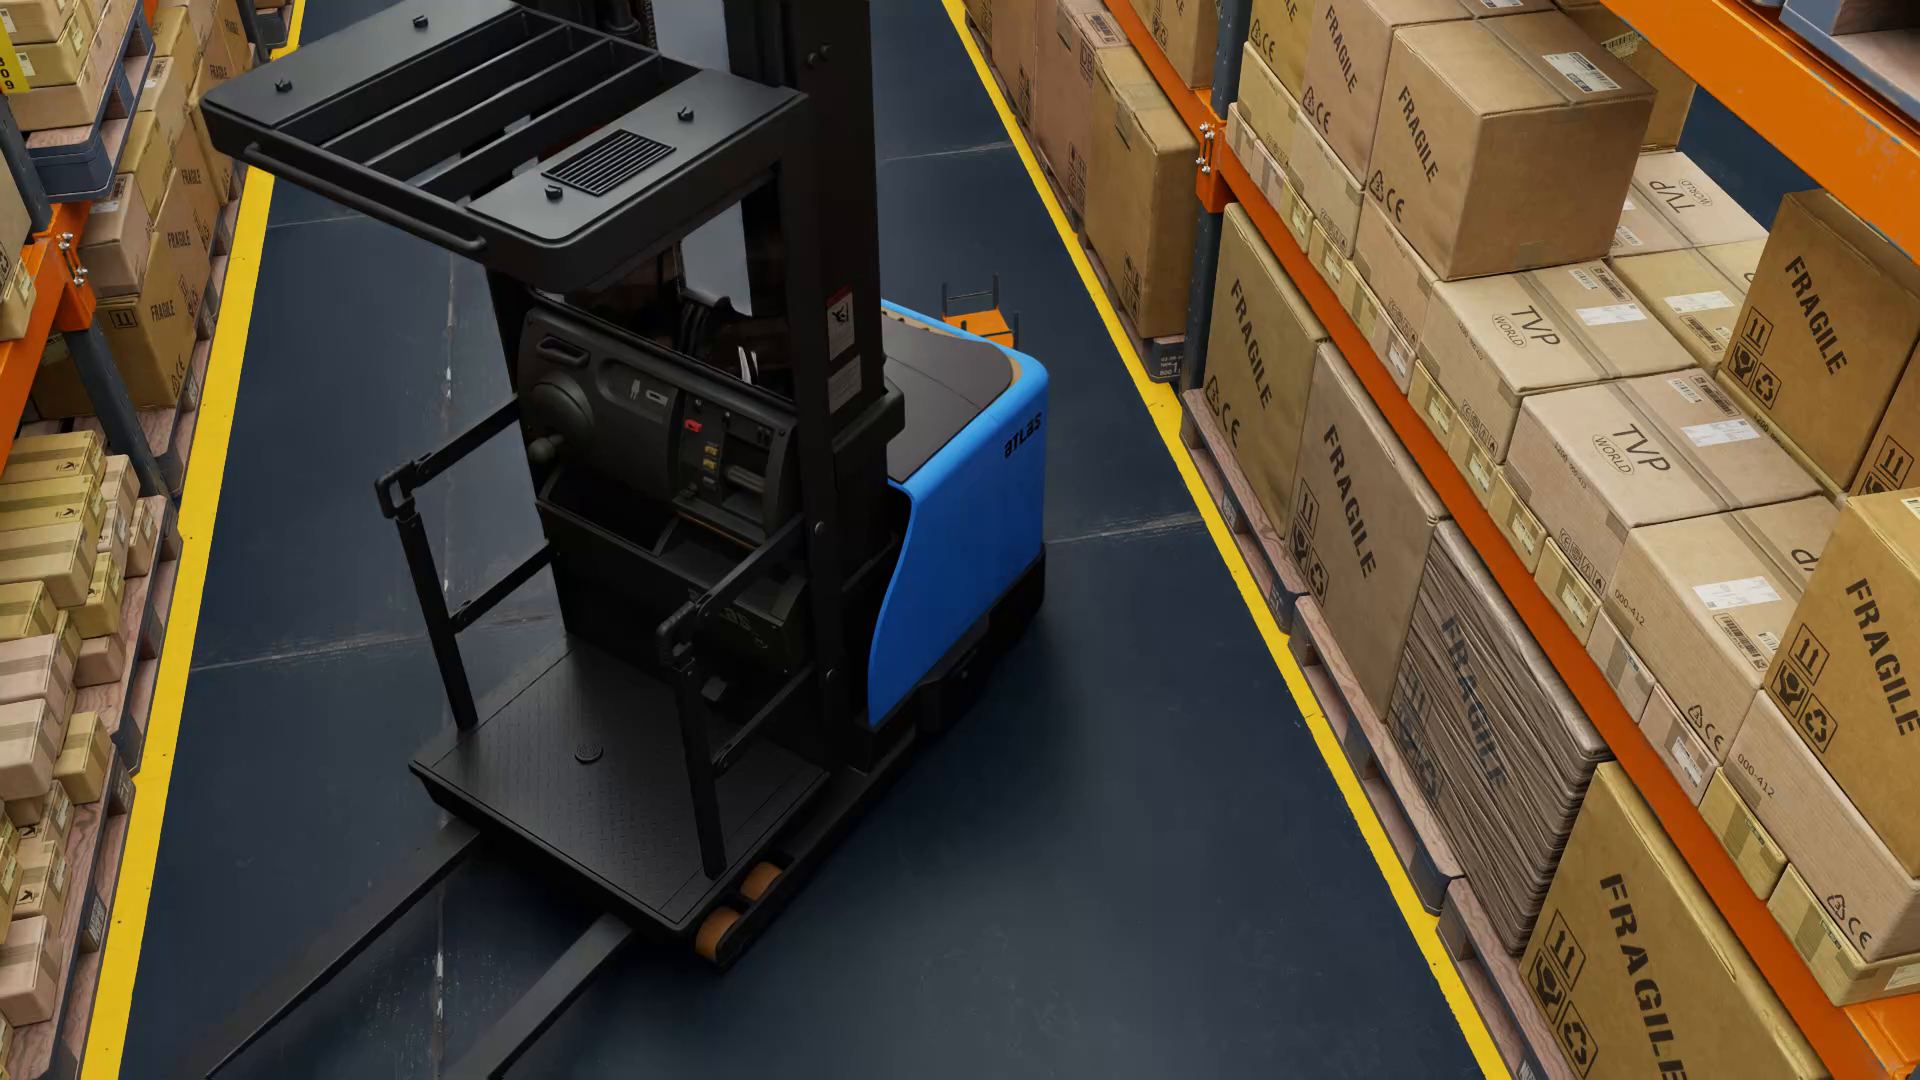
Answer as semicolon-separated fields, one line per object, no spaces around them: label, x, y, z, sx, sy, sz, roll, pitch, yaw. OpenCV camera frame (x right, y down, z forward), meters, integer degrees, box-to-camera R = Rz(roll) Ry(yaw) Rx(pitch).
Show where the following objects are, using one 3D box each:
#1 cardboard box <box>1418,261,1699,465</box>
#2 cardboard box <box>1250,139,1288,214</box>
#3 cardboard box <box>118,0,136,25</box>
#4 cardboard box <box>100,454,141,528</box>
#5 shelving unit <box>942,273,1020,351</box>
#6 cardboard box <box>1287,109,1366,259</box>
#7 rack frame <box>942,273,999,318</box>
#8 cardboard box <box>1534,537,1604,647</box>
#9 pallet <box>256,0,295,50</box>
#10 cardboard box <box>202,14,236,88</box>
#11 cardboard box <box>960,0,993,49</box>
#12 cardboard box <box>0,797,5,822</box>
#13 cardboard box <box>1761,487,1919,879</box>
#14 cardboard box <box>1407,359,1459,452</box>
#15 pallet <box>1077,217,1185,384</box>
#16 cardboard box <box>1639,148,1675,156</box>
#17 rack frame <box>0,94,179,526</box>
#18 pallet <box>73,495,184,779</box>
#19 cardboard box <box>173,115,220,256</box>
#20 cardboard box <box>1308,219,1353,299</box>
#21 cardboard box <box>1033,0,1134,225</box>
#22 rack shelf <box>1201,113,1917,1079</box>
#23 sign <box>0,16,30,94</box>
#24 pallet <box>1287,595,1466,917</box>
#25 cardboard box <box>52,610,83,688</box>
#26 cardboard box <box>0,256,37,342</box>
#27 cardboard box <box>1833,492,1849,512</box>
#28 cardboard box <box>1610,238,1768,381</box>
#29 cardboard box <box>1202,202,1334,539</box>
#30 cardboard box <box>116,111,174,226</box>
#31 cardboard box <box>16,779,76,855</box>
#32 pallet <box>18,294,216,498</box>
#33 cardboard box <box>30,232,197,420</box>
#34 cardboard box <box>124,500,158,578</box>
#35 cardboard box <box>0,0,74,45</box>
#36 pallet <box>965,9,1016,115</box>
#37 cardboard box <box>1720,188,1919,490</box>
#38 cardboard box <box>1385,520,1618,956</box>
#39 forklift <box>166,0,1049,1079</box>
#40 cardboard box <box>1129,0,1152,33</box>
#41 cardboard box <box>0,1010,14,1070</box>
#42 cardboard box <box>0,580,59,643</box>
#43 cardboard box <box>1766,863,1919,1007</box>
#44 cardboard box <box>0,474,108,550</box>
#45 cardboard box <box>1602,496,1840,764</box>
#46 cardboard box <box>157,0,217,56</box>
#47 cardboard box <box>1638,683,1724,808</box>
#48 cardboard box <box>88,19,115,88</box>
cardboard box;1.571;-0.480;4.420;0.500;0.250;0.500;-8;42;-9
cardboard box;1.203;-1.242;5.579;0.380;0.149;0.250;-10;43;-11
cardboard box;-3.262;-1.989;6.104;0.380;0.149;0.250;-8;42;-9
cardboard box;-3.079;-0.144;5.759;0.380;0.149;0.250;-8;42;-8
shelving unit;0.068;-0.424;5.937;0.215;1.050;0.252;-11;43;-12
cardboard box;1.355;-1.135;5.158;0.500;0.250;0.500;-9;42;-9
rack frame;0.035;-0.502;6.025;0.200;1.050;0.008;-11;43;-12
cardboard box;1.650;0.096;4.072;0.380;0.149;0.250;-9;42;-10
pallet;-4.418;-3.172;9.664;1.003;0.211;1.213;-8;42;-9
cardboard box;-3.815;-2.189;8.023;0.500;0.500;0.500;-7;42;-8
cardboard box;0.672;-3.250;8.936;1.225;0.875;0.875;-10;43;-11
cardboard box;-2.827;0.792;4.482;0.380;0.149;0.250;-8;42;-9
cardboard box;1.909;0.234;3.051;0.500;0.500;0.500;-8;42;-9
cardboard box;1.484;-0.402;4.632;0.380;0.149;0.250;-9;42;-11
pallet;1.167;-1.192;7.434;1.003;0.211;1.213;-8;42;-9
cardboard box;1.873;-1.217;5.250;0.500;0.250;0.500;-7;42;-8
rack frame;-3.458;-1.100;5.230;1.000;3.000;0.127;-8;42;-9
pallet;-3.278;0.373;5.671;1.003;0.211;1.213;-8;42;-9
cardboard box;-3.600;-1.520;7.269;0.500;0.500;0.500;-8;42;-9
cardboard box;1.319;-0.901;5.195;0.380;0.149;0.250;-9;42;-10
cardboard box;1.056;-2.099;7.639;1.225;0.875;0.875;-10;43;-11
rack shelf;1.839;-0.180;4.735;1.077;0.370;4.000;-8;42;-9
sign;-2.929;-1.507;5.036;0.100;0.325;0.005;-8;42;-9
pallet;1.762;0.594;5.422;1.003;0.211;1.213;-8;42;-9
cardboard box;-2.975;0.378;5.172;0.380;0.149;0.250;-8;42;-9
cardboard box;-3.005;-0.703;4.972;0.380;0.149;0.250;-9;42;-10
cardboard box;2.312;0.106;3.759;0.500;0.250;0.500;-9;42;-10
cardboard box;2.089;-0.557;4.507;0.500;0.250;0.500;-9;42;-10
cardboard box;1.472;-0.669;6.028;0.875;0.875;0.875;-8;42;-9
cardboard box;-3.477;-1.464;6.642;0.500;0.250;0.500;-7;42;-8
cardboard box;-2.826;0.864;4.848;0.380;0.149;0.250;-8;42;-8
pallet;-3.627;-0.562;6.724;1.003;0.211;1.213;-8;42;-9
cardboard box;-3.358;-0.839;6.503;0.500;0.500;0.500;-7;42;-8
cardboard box;-3.040;0.014;5.805;0.380;0.149;0.250;-8;42;-9
cardboard box;-3.094;-1.707;5.338;0.380;0.149;0.250;-6;42;-7
pallet;0.640;-2.773;9.215;1.003;0.211;1.213;-8;42;-9
cardboard box;2.205;-0.497;3.874;0.500;0.500;0.500;-9;42;-10
cardboard box;1.858;0.492;4.721;0.875;0.875;0.875;-8;42;-9
forklift;-0.944;-0.226;4.297;1.130;2.935;3.031;24;47;25
cardboard box;0.940;-2.368;6.583;0.500;0.500;0.500;-7;42;-8
cardboard box;-2.688;1.365;4.284;0.380;0.149;0.250;-8;42;-9
cardboard box;-2.992;0.279;5.059;0.380;0.149;0.250;-7;42;-8
cardboard box;1.872;0.758;3.326;0.380;0.149;0.250;-8;42;-8
cardboard box;-3.033;-0.060;5.441;0.380;0.149;0.250;-8;42;-9
cardboard box;1.798;0.187;3.668;0.500;0.250;0.500;-9;42;-10
cardboard box;-3.798;-2.464;7.768;0.500;0.250;0.500;-8;42;-9
cardboard box;1.761;0.426;3.700;0.380;0.149;0.250;-8;42;-9
cardboard box;-3.159;-1.663;5.737;0.380;0.149;0.250;-8;42;-9
